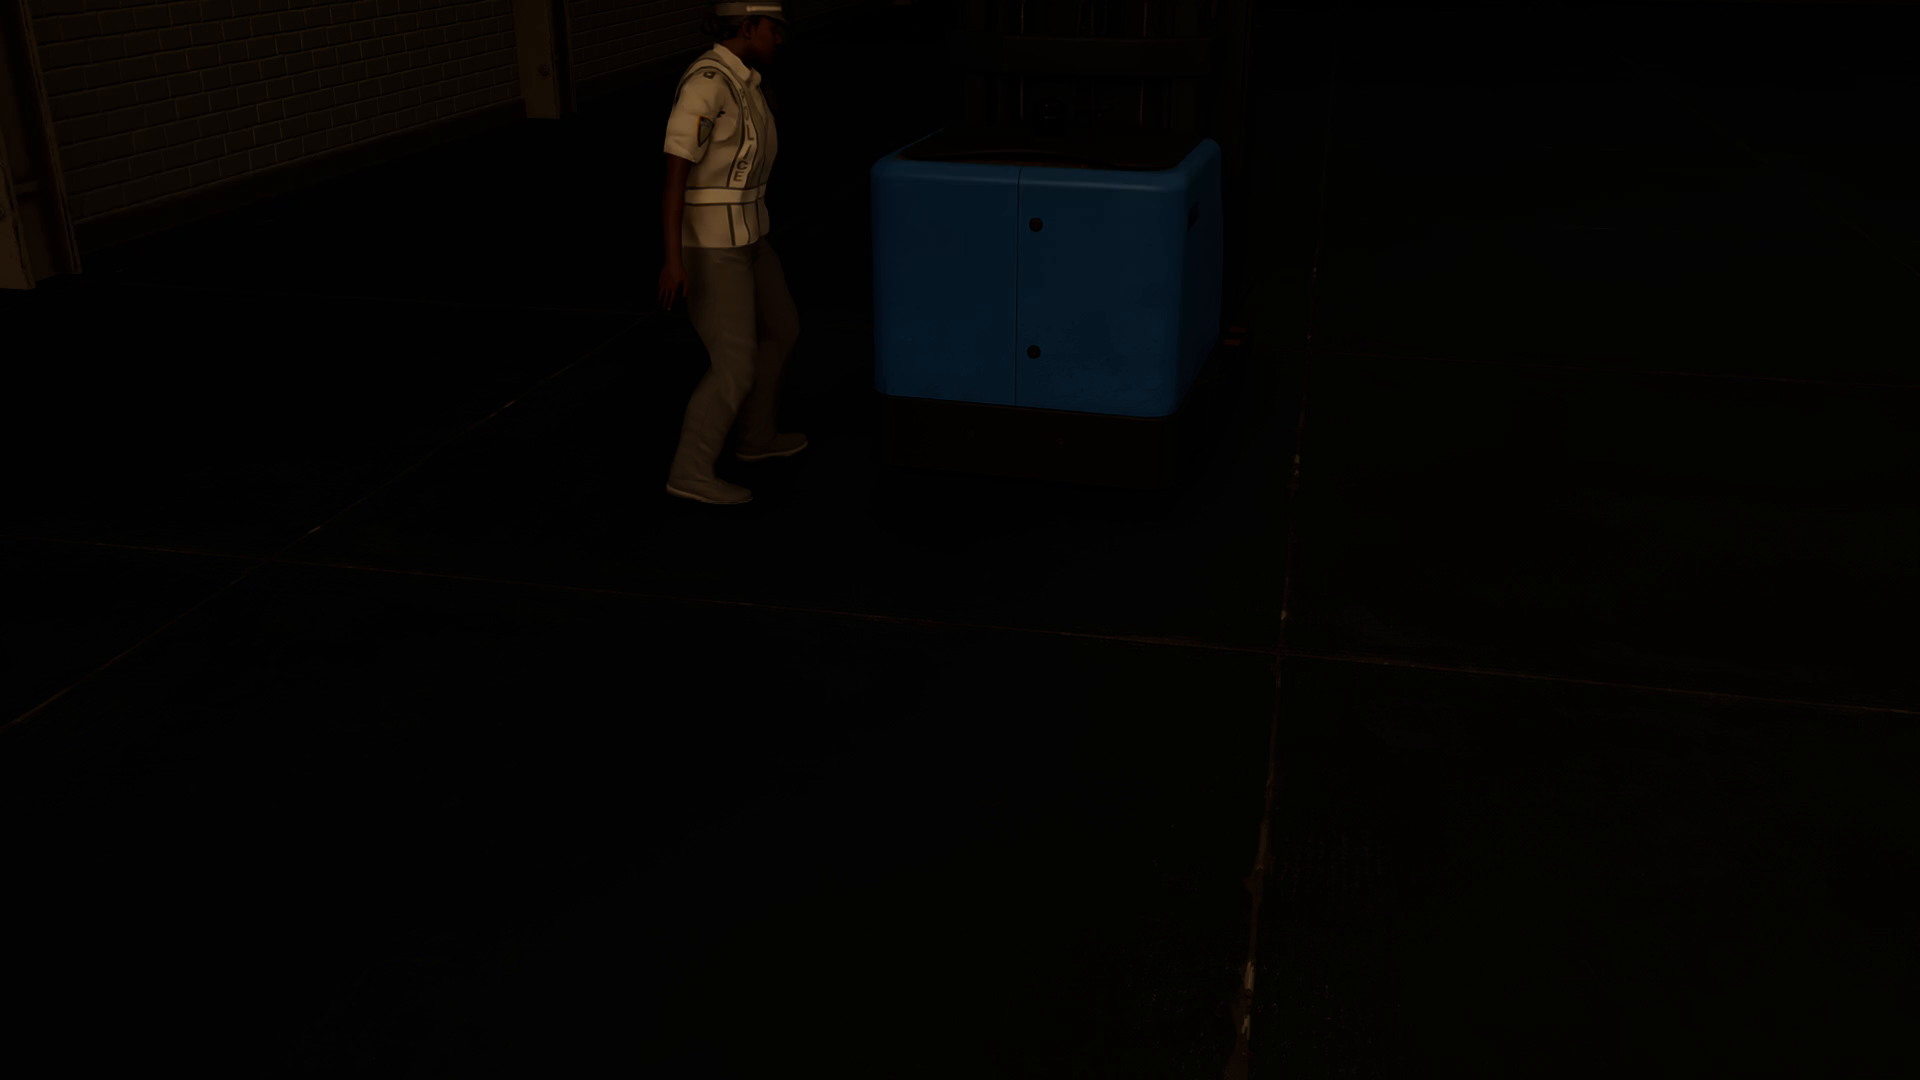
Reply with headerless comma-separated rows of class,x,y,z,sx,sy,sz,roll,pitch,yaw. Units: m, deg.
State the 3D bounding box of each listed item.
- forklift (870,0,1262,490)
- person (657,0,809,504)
forklift,0.599,-2.045,6.281,1.130,2.935,3.031,6,23,15
person,-0.738,-0.934,5.322,0.423,1.632,0.804,4,22,9
